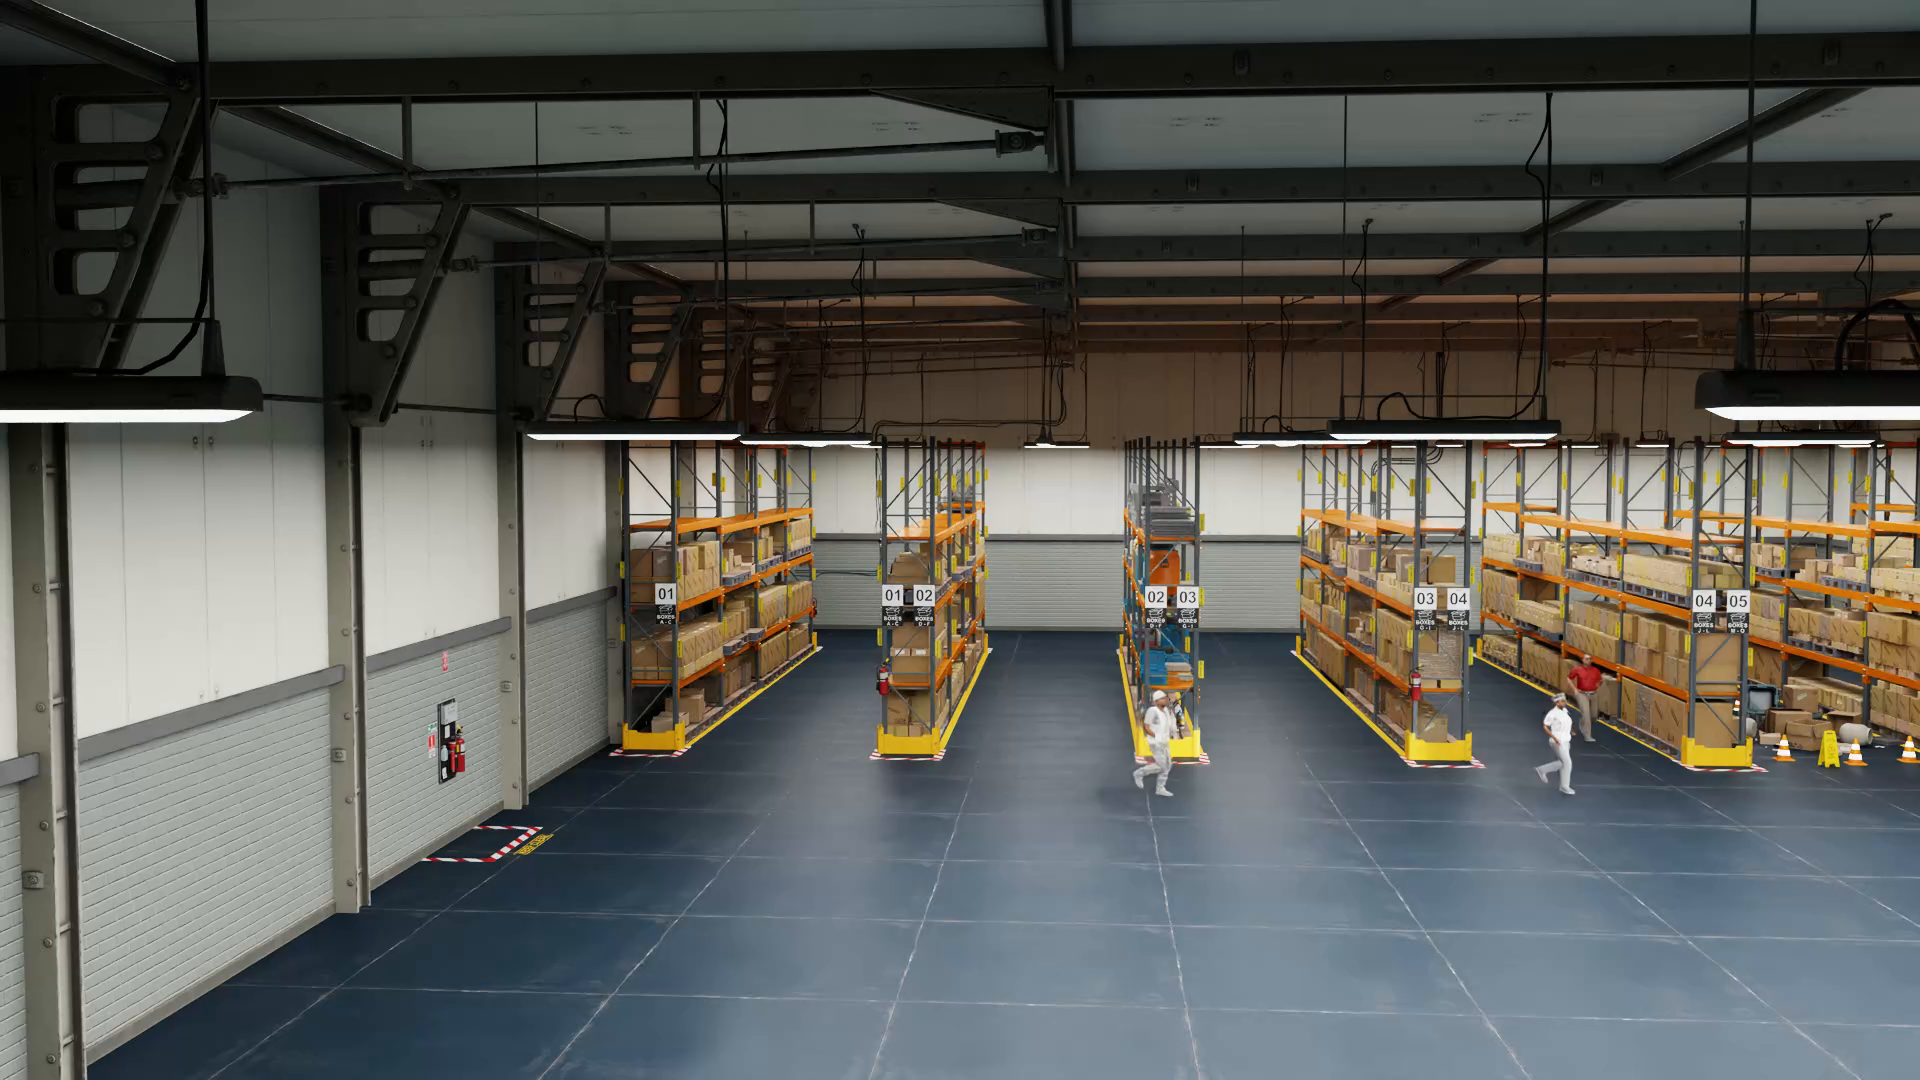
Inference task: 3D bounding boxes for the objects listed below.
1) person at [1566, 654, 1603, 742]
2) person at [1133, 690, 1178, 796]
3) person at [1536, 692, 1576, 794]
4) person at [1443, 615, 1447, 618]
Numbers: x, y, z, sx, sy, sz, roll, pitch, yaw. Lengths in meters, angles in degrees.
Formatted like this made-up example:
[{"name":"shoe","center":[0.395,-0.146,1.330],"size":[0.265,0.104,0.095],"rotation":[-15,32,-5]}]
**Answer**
[{"name":"person","center":[12.404,3.107,32.932],"size":[0.676,1.694,0.873],"rotation":[0,3,-4]},{"name":"person","center":[3.261,3.373,27.729],"size":[0.661,1.758,0.678],"rotation":[2,4,30]},{"name":"person","center":[10.066,3.395,28.013],"size":[0.576,1.696,0.706],"rotation":[-3,4,-42]},{"name":"person","center":[13.917,2.456,47.123],"size":[0.725,1.583,0.582],"rotation":[-2,3,-28]}]
